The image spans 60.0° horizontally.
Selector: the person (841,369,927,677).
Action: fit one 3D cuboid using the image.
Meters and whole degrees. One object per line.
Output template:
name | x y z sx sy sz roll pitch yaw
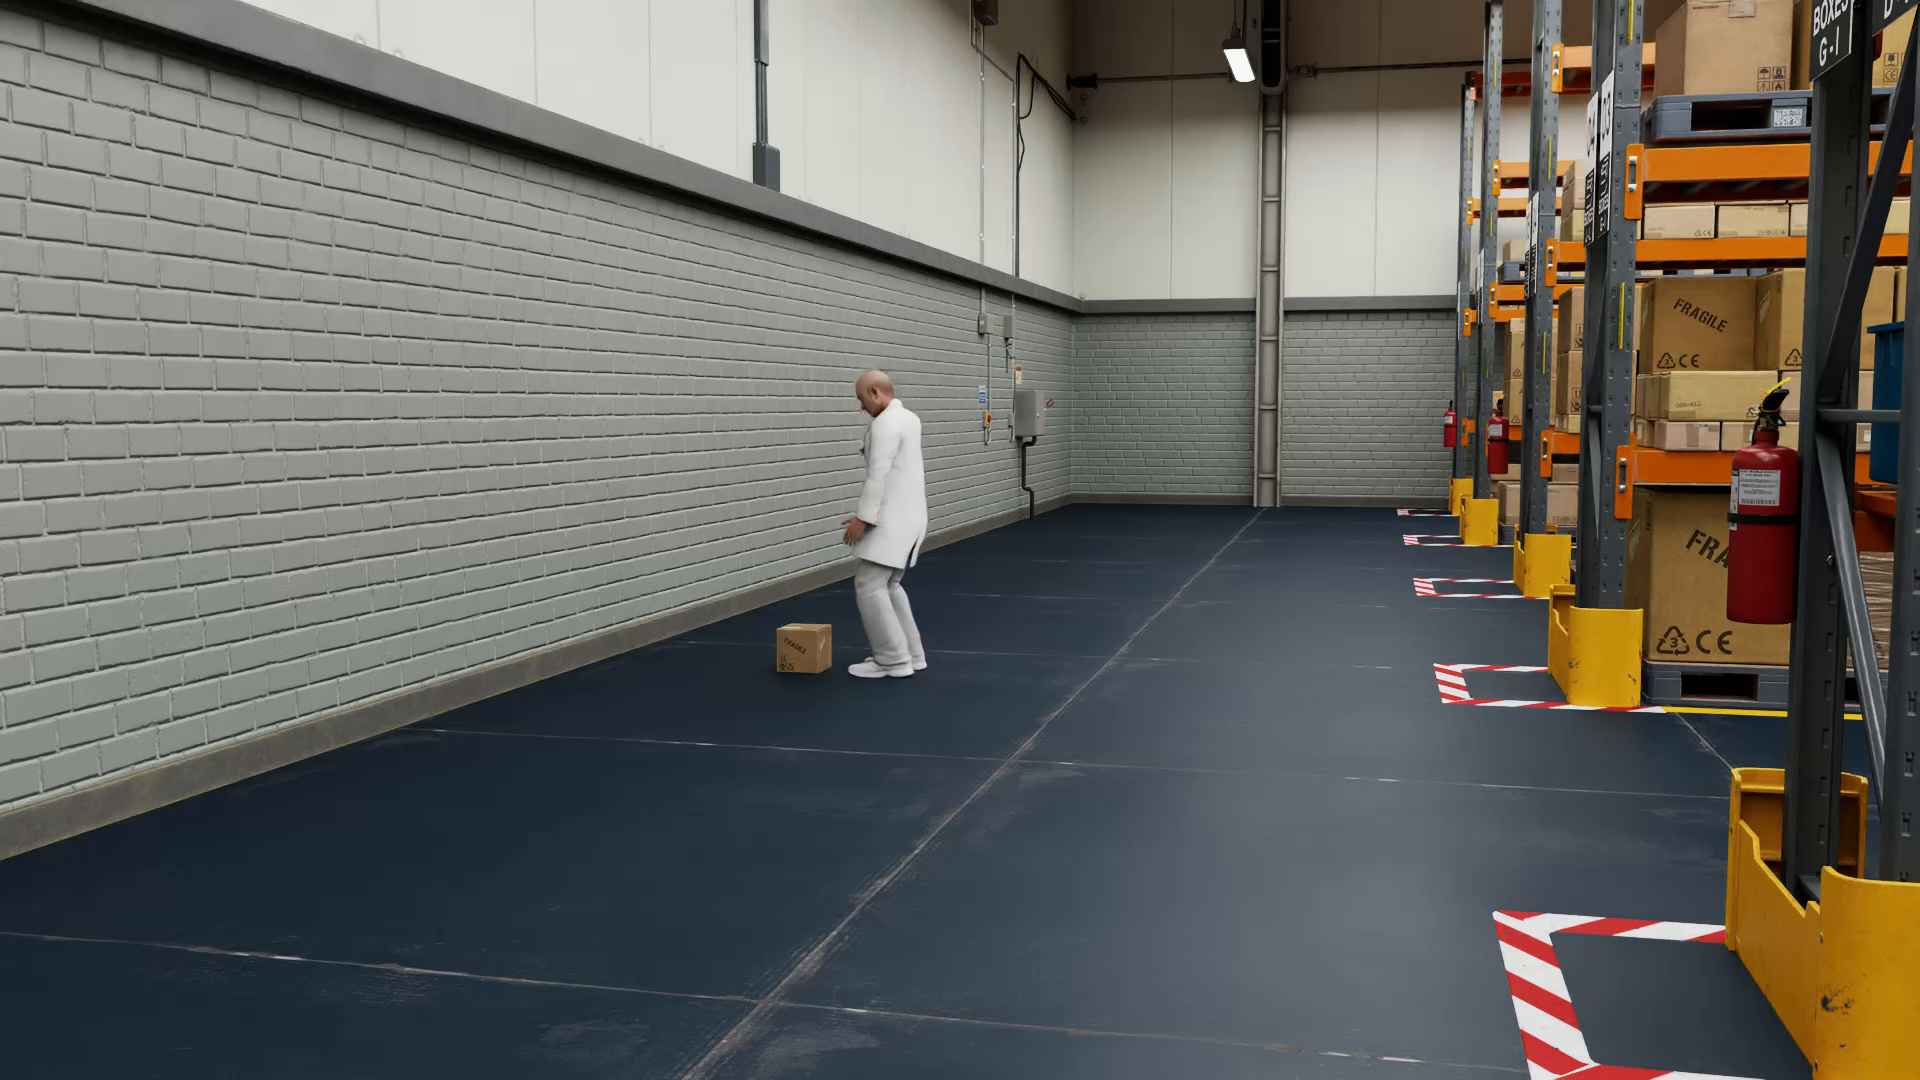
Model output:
person | -0.414 -0.095 9.438 0.416 1.737 0.587 1 5 15
